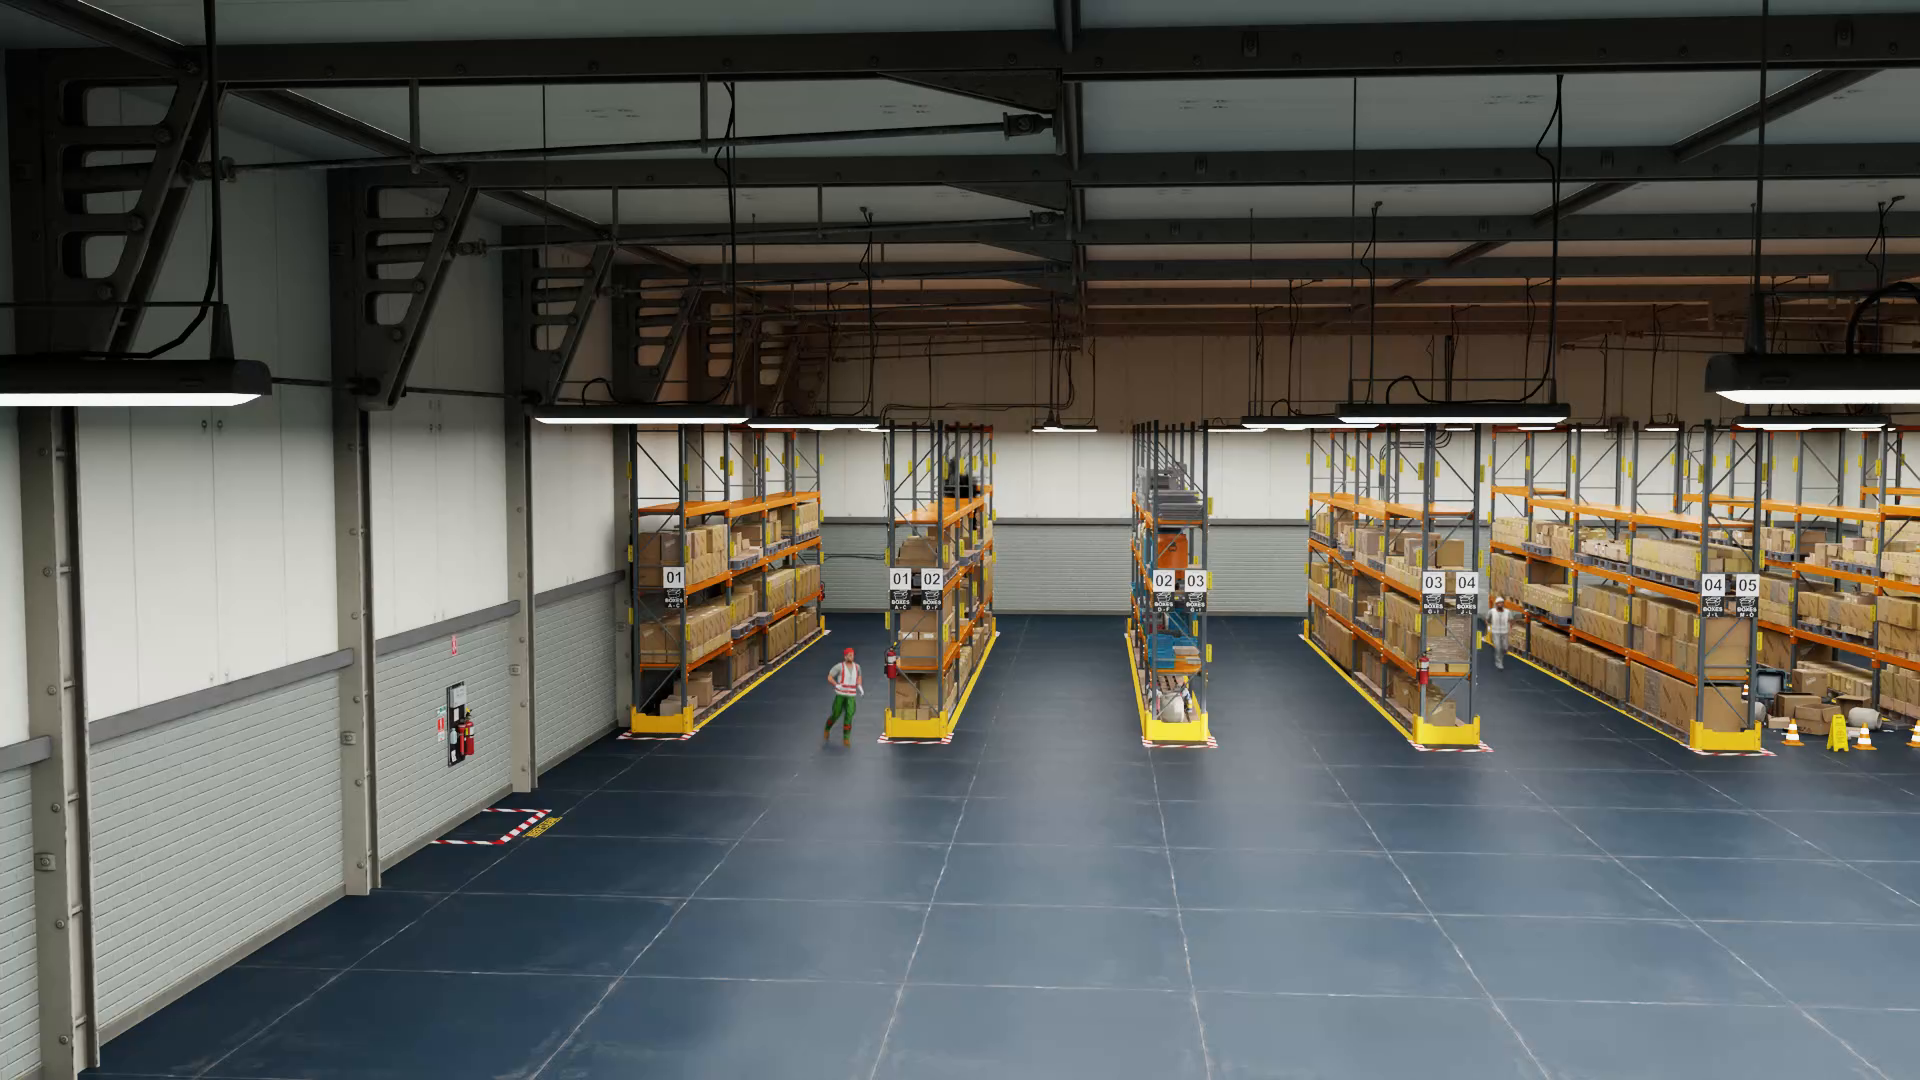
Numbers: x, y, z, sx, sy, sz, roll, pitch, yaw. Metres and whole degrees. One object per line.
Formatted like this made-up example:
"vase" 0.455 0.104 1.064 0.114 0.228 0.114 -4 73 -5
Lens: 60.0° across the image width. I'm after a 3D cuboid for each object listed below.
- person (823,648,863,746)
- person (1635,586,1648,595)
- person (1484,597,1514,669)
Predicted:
"person" -2.097 2.877 30.787 0.702 1.756 0.961 -2 4 -24
"person" 19.373 1.874 47.295 0.654 1.692 0.606 0 4 -1
"person" 13.198 2.273 40.719 0.672 1.746 0.730 1 4 9
